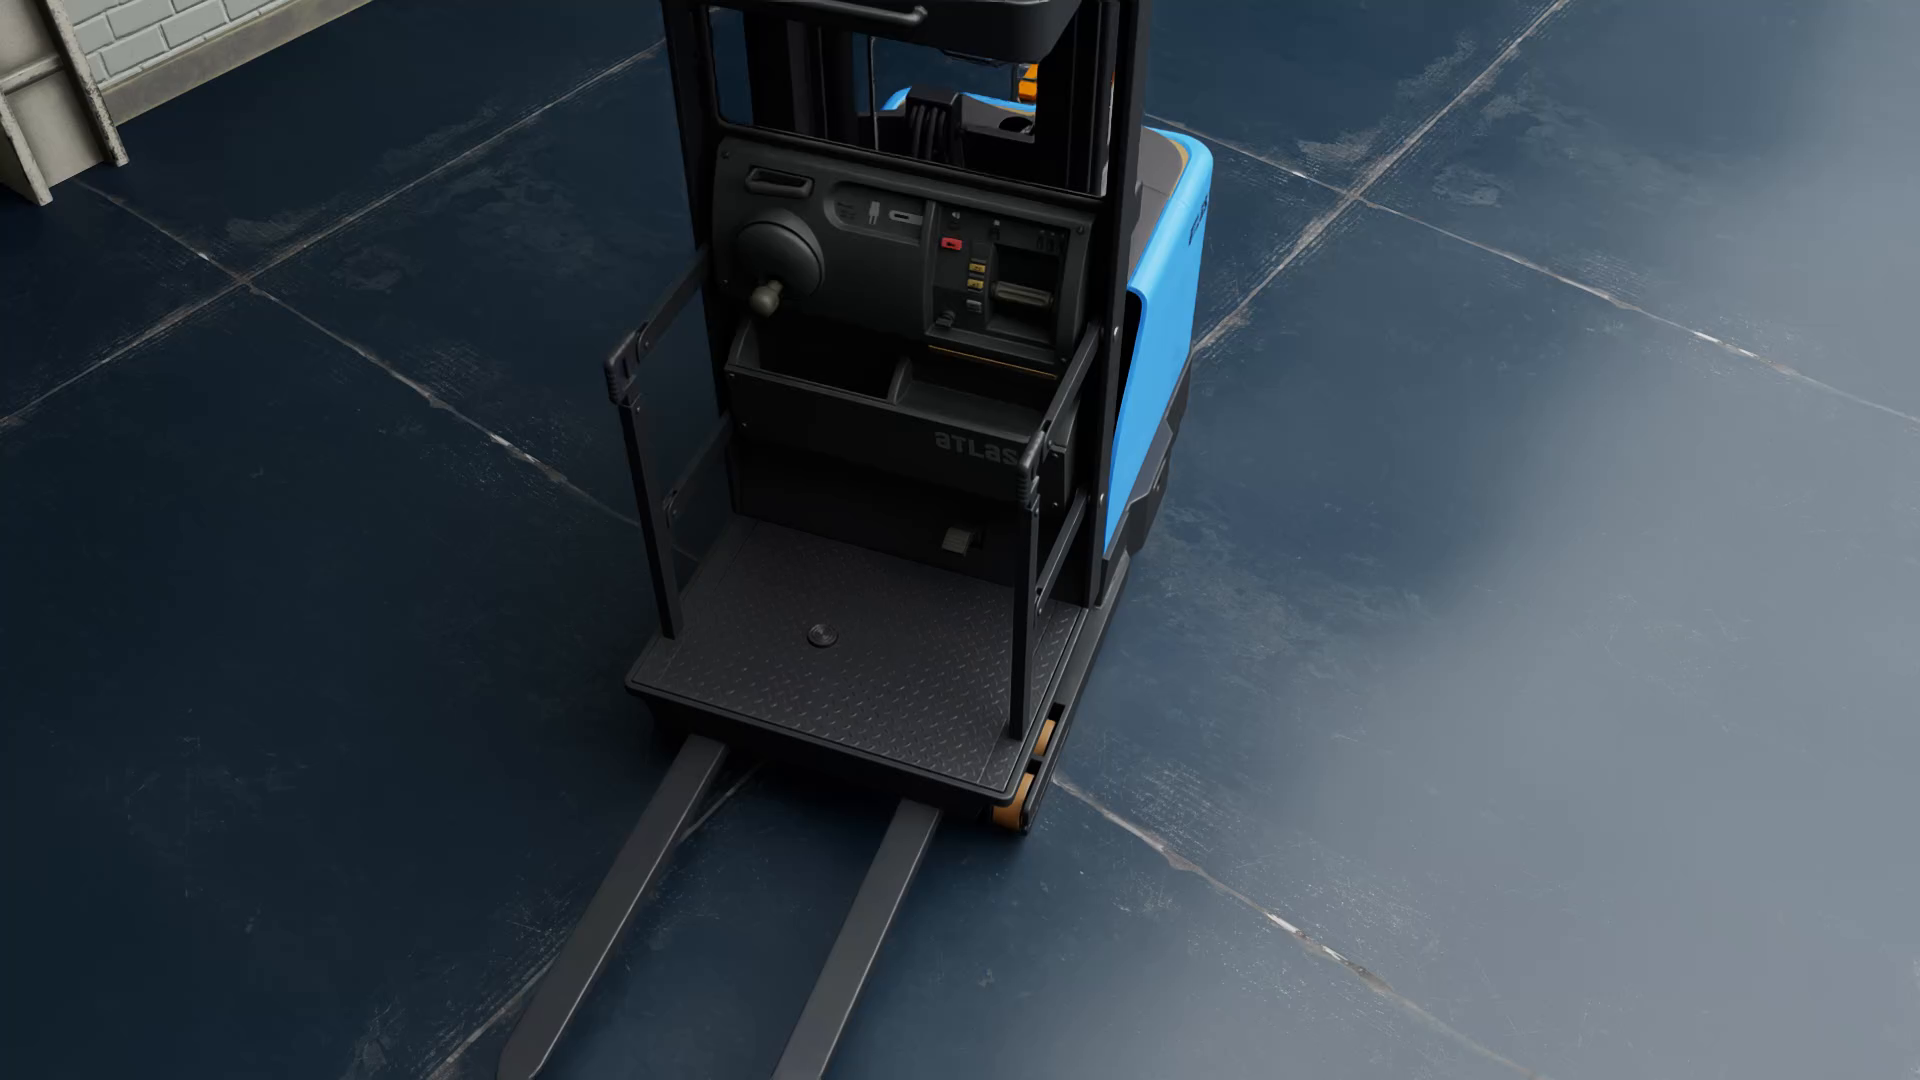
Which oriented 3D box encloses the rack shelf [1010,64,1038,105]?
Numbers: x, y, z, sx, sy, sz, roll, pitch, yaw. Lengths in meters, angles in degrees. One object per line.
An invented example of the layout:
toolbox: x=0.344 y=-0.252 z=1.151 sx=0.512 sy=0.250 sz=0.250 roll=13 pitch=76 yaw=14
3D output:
rack shelf: x=0.360 y=-1.460 z=5.271 sx=0.258 sy=0.148 sz=0.480 roll=15 pitch=48 yaw=14

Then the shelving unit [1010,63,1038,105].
shelving unit: x=0.360 y=-1.188 z=5.555 sx=0.258 sy=1.200 sz=0.503 roll=15 pitch=48 yaw=14

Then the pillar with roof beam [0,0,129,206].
pillar with roof beam: x=-0.185 y=-2.689 z=1.595 sx=9.100 sy=9.000 sz=0.400 roll=29 pitch=53 yaw=25

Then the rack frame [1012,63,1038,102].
rack frame: x=0.273 y=-1.023 z=5.398 sx=0.240 sy=1.200 sz=0.015 roll=15 pitch=48 yaw=14

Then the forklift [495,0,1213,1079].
forklift: x=-0.222 y=-0.573 z=3.770 sx=1.130 sy=2.935 sz=3.031 roll=15 pitch=48 yaw=14
